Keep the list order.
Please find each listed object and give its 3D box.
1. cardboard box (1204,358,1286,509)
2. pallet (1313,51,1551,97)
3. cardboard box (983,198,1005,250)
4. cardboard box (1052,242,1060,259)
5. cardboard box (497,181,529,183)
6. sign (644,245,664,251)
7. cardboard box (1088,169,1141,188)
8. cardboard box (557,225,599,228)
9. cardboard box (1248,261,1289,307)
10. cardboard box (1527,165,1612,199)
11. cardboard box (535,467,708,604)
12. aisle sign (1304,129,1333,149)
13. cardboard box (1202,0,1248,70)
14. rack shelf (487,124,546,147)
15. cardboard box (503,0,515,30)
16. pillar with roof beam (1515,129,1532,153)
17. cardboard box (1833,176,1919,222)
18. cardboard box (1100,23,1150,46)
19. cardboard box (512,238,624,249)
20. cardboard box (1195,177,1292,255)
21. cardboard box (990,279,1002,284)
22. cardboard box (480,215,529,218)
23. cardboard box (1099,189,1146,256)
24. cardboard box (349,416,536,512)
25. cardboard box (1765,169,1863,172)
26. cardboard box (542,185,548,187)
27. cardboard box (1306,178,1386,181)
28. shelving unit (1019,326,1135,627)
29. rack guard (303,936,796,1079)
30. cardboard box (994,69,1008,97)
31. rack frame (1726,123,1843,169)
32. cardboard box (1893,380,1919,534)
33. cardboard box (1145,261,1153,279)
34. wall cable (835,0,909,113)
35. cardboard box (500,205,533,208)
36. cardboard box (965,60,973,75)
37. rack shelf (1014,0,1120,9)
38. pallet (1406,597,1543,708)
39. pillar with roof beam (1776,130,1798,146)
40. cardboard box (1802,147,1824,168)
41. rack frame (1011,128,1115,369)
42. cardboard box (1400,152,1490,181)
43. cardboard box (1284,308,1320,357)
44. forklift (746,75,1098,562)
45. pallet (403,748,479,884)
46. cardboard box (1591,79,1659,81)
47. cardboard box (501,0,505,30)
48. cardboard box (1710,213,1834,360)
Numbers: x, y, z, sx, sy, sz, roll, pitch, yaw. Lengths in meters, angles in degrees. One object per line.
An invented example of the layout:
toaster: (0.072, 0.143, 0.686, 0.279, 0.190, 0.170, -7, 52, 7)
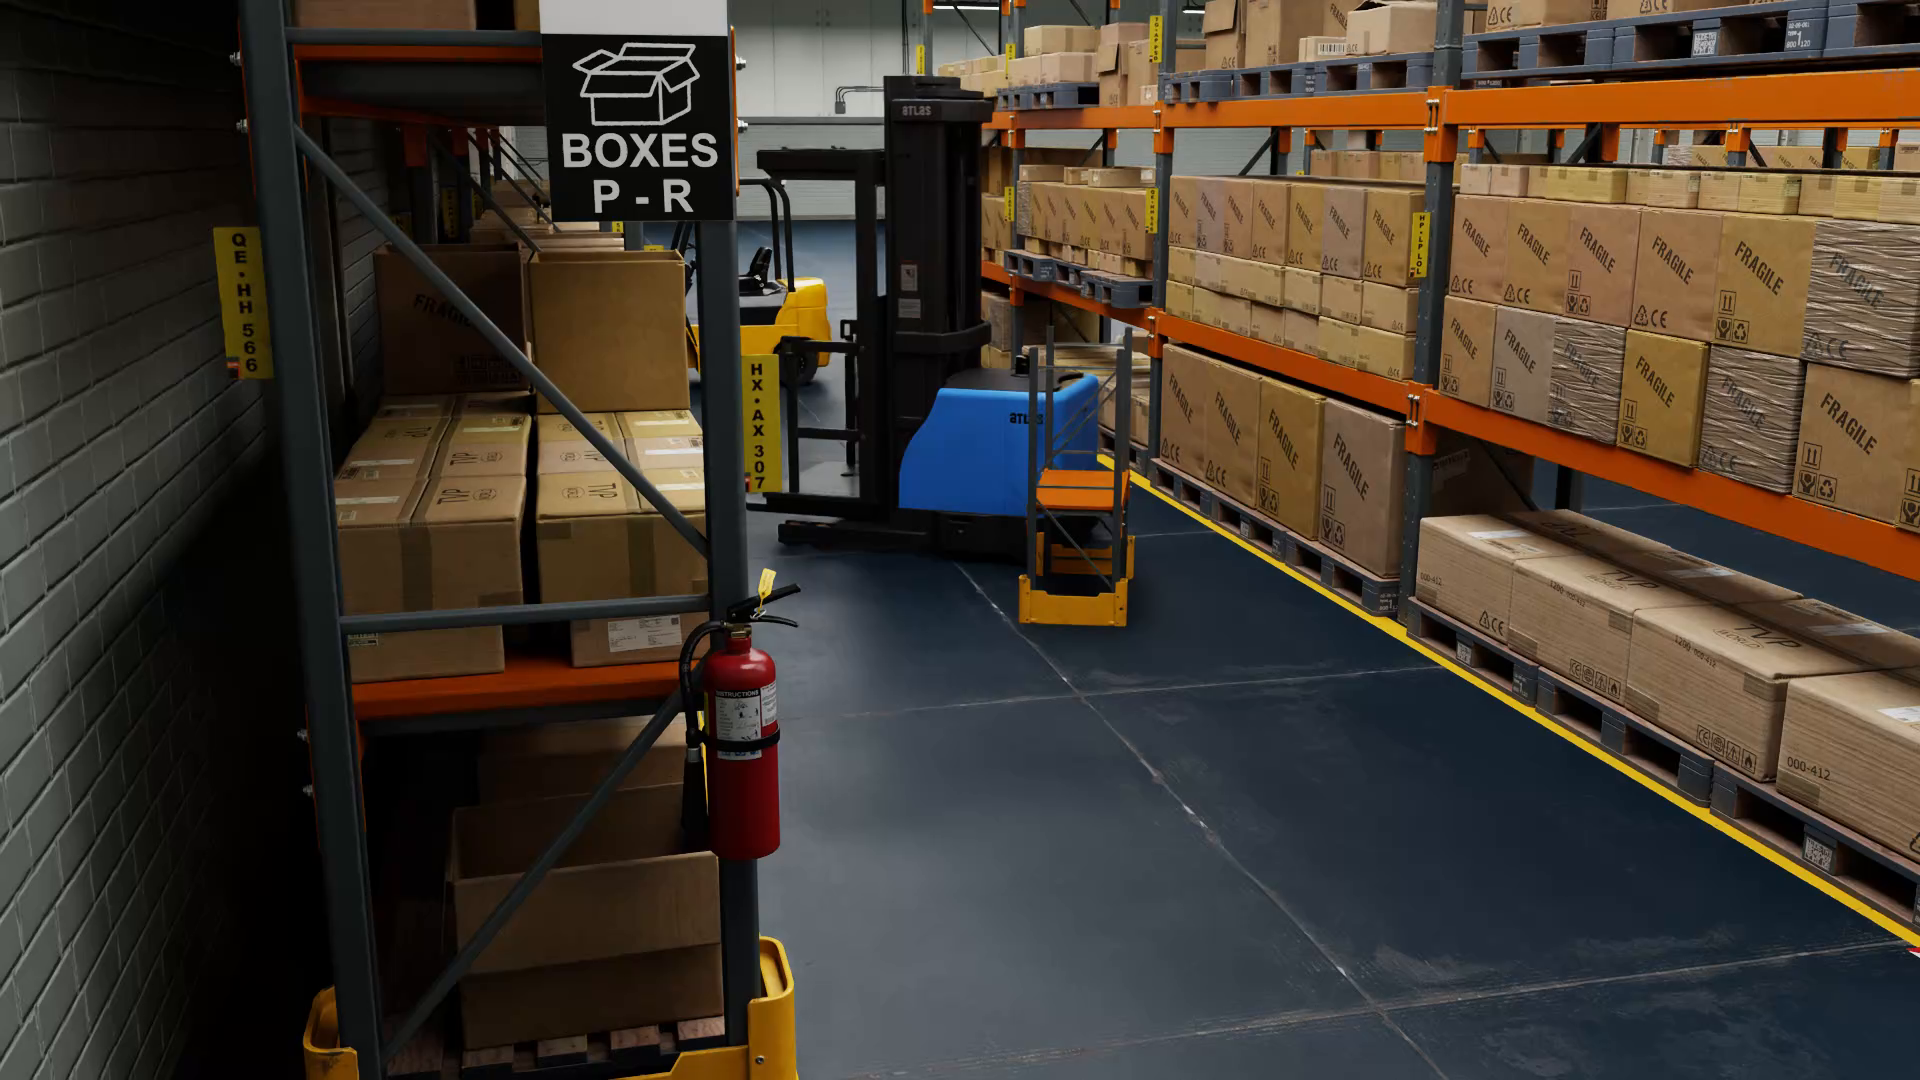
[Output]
cardboard box: (2.234, -0.746, 11.251, 0.875, 0.875, 0.875, -3, 14, -13)
pallet: (2.623, -2.594, 9.307, 0.805, 0.209, 1.217, -4, 14, -15)
cardboard box: (0.534, -3.267, 17.140, 0.500, 0.500, 0.500, -3, 14, -11)
cardboard box: (1.041, -2.623, 14.986, 0.380, 0.149, 0.250, -3, 14, -12)
cardboard box: (-4.737, -3.750, 17.753, 0.380, 0.149, 0.250, -3, 14, -13)
sign: (-1.412, -1.196, 7.679, 0.100, 0.325, 0.005, -3, 14, -13)
cardboard box: (1.289, -3.018, 13.870, 0.380, 0.149, 0.250, -4, 14, -16)
cardboard box: (-2.729, -2.181, 11.958, 0.380, 0.149, 0.250, -3, 14, -12)
cardboard box: (2.158, -1.630, 10.543, 0.500, 0.250, 0.500, -3, 14, -12)
cardboard box: (2.885, -1.668, 7.751, 0.380, 0.149, 0.250, -3, 14, -14)
cardboard box: (-0.843, -0.012, 4.346, 0.500, 0.250, 0.500, -3, 14, -13)
aisle sign: (4.548, -5.351, 21.032, 0.394, 0.787, 0.004, -3, 14, -13)
cardboard box: (2.182, -3.577, 11.824, 0.797, 0.503, 0.637, -4, 14, -17)
rack shelf: (-4.286, -4.158, 16.822, 1.077, 0.370, 4.000, -3, 14, -13)
cardboard box: (-0.934, -1.301, 4.143, 0.380, 0.149, 0.250, -3, 14, -12)
pillar with roof beam: (13.920, -14.652, 51.938, 9.100, 9.000, 0.548, -3, 14, -13)
cardboard box: (3.302, -1.192, 5.801, 0.380, 0.149, 0.250, -3, 14, -12)
cardboard box: (1.529, -4.337, 14.416, 0.500, 0.250, 0.500, -3, 14, -12)
cardboard box: (-2.140, -1.421, 9.326, 0.700, 0.500, 0.500, -3, 14, -13)
cardboard box: (1.951, -2.237, 11.445, 0.500, 0.500, 0.500, -3, 14, -13)
cardboard box: (0.636, -2.731, 19.116, 0.500, 0.500, 0.500, -3, 14, -11)
cardboard box: (-3.694, -2.563, 13.519, 0.380, 0.149, 0.250, -3, 14, -14)
cardboard box: (1.438, -2.549, 13.318, 0.500, 0.500, 0.500, -4, 14, -14)
cardboard box: (-1.596, -0.217, 5.185, 0.500, 0.250, 0.500, -3, 14, -11)
cardboard box: (3.579, -1.463, 6.910, 0.380, 0.149, 0.250, -3, 14, -13)
cardboard box: (-3.982, -3.480, 16.647, 0.380, 0.149, 0.250, -3, 14, -13)
cardboard box: (2.561, -2.141, 11.051, 0.500, 0.500, 0.500, -3, 14, -13)
shelving unit: (0.684, -0.394, 9.381, 0.587, 1.500, 1.083, 2, 14, 8)
rack guard: (-1.016, 1.376, 4.242, 1.175, 0.500, 0.348, -3, 14, -13)
cardboard box: (0.642, -4.483, 16.324, 0.500, 0.250, 0.500, -3, 14, -14)
rack frame: (6.735, -2.243, 13.788, 1.000, 3.000, 0.127, -3, 14, -13)
cardboard box: (3.455, -0.243, 5.392, 0.500, 0.500, 0.500, -3, 14, -13)
cardboard box: (1.641, -2.088, 12.799, 0.380, 0.149, 0.250, -3, 14, -11)
wall cable: (-2.689, -16.067, 50.565, 2.305, 6.003, 0.169, -3, 14, -13)
cardboard box: (-4.142, -3.013, 15.361, 0.380, 0.149, 0.250, -3, 14, -13)
cardboard box: (0.264, -5.002, 17.611, 0.380, 0.149, 0.250, -3, 14, -12)
rack shelf: (1.477, -4.776, 13.873, 1.077, 0.370, 4.000, -3, 14, -13)
pallet: (2.989, 0.513, 8.381, 1.003, 0.211, 1.213, -3, 14, -13)
pillar with roof beam: (16.739, -11.884, 40.607, 9.100, 9.000, 0.400, -3, 14, -13)
cardboard box: (10.149, -4.302, 19.269, 0.500, 0.500, 0.500, -3, 14, -13)
rack frame: (1.008, -2.867, 16.340, 1.000, 3.000, 0.127, -3, 14, -13)
cardboard box: (5.507, -4.103, 18.809, 0.875, 0.550, 0.550, -3, 14, -13)
cardboard box: (2.318, -1.273, 10.132, 0.500, 0.250, 0.500, -4, 14, -15)
forklift: (-0.658, -1.474, 10.783, 3.031, 2.935, 1.130, 4, 14, 17)
pallet: (-1.487, 1.052, 6.178, 1.003, 0.211, 1.213, -3, 14, -13)
cardboard box: (6.054, -4.387, 14.936, 0.500, 0.500, 0.500, -3, 14, -13)
cardboard box: (-1.976, -2.024, 6.262, 0.500, 0.250, 0.500, -3, 14, -14)
cardboard box: (3.217, -0.964, 6.234, 0.500, 0.500, 0.500, -3, 14, -13)
